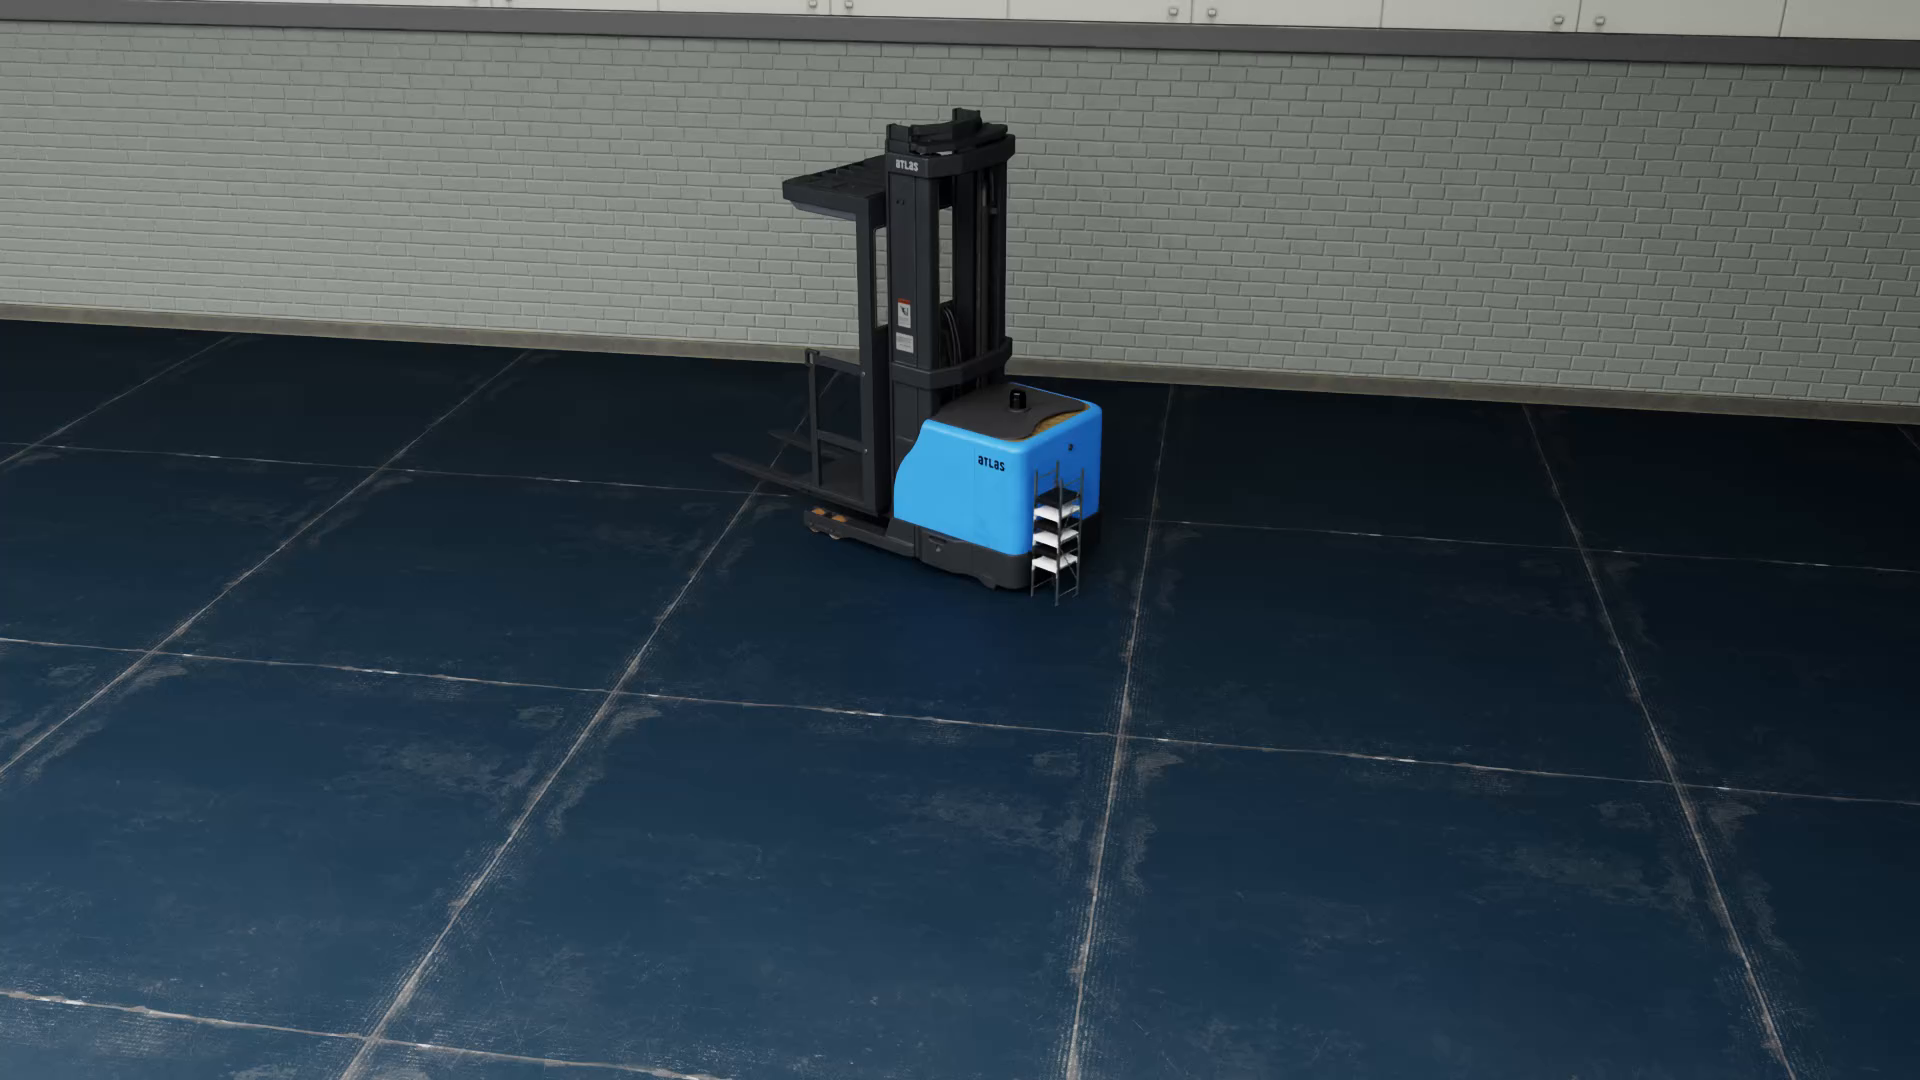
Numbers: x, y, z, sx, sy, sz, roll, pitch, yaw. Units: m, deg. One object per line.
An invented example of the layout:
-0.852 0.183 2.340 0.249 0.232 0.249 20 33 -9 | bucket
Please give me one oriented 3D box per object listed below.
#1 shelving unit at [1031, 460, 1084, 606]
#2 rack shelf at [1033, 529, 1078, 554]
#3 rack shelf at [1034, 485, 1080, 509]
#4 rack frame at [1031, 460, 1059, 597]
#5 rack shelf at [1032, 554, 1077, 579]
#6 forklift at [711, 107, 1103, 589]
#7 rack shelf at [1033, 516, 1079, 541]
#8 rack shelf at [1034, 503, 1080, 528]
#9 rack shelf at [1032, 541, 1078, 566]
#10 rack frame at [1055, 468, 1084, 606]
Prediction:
0.632 -0.041 10.814 0.210 0.900 0.258 20 31 36 | shelving unit
0.631 -0.011 10.828 0.200 0.077 0.258 20 31 36 | rack shelf
0.635 -0.257 10.717 0.200 0.077 0.258 20 31 36 | rack shelf
0.555 -0.069 10.874 0.006 0.900 0.240 20 31 36 | rack frame
0.629 0.153 10.902 0.200 0.077 0.258 20 31 36 | rack shelf
-0.496 -1.491 11.522 3.031 2.935 1.130 18 31 34 | forklift
0.632 -0.093 10.791 0.200 0.077 0.258 20 31 36 | rack shelf
0.634 -0.175 10.754 0.200 0.077 0.258 20 31 36 | rack shelf
0.630 0.071 10.865 0.200 0.077 0.258 20 31 36 | rack shelf
0.709 -0.013 10.754 0.006 0.900 0.240 20 31 36 | rack frame
